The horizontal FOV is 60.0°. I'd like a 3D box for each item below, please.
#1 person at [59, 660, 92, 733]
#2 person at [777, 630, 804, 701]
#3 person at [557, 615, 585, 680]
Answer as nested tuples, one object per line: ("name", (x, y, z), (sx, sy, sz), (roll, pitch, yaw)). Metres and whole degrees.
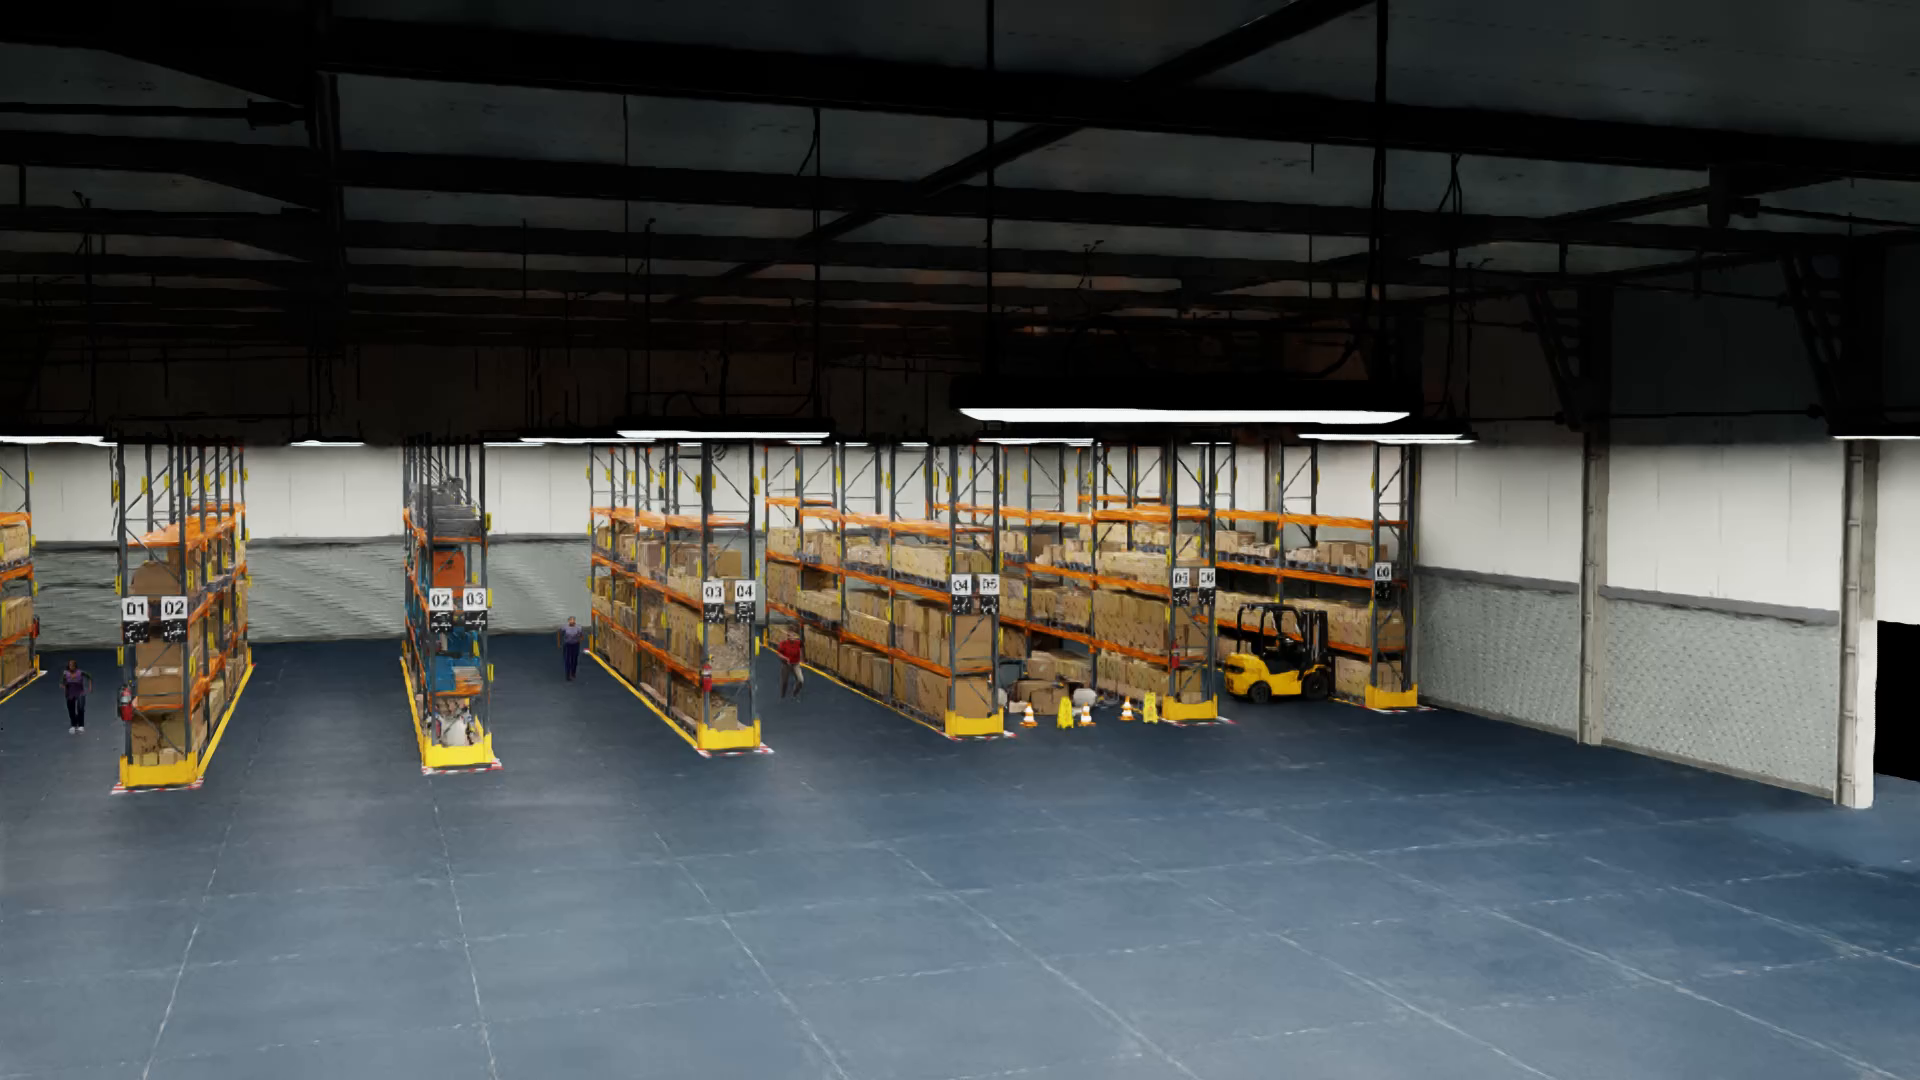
("person", (-17.655, 3.120, 33.207), (0.538, 1.512, 0.852), (-1, 3, -14))
("person", (-3.786, 2.836, 37.341), (0.657, 1.647, 0.886), (-1, 3, -15))
("person", (-9.653, 2.652, 41.314), (0.628, 1.559, 0.850), (-1, 3, -24))
